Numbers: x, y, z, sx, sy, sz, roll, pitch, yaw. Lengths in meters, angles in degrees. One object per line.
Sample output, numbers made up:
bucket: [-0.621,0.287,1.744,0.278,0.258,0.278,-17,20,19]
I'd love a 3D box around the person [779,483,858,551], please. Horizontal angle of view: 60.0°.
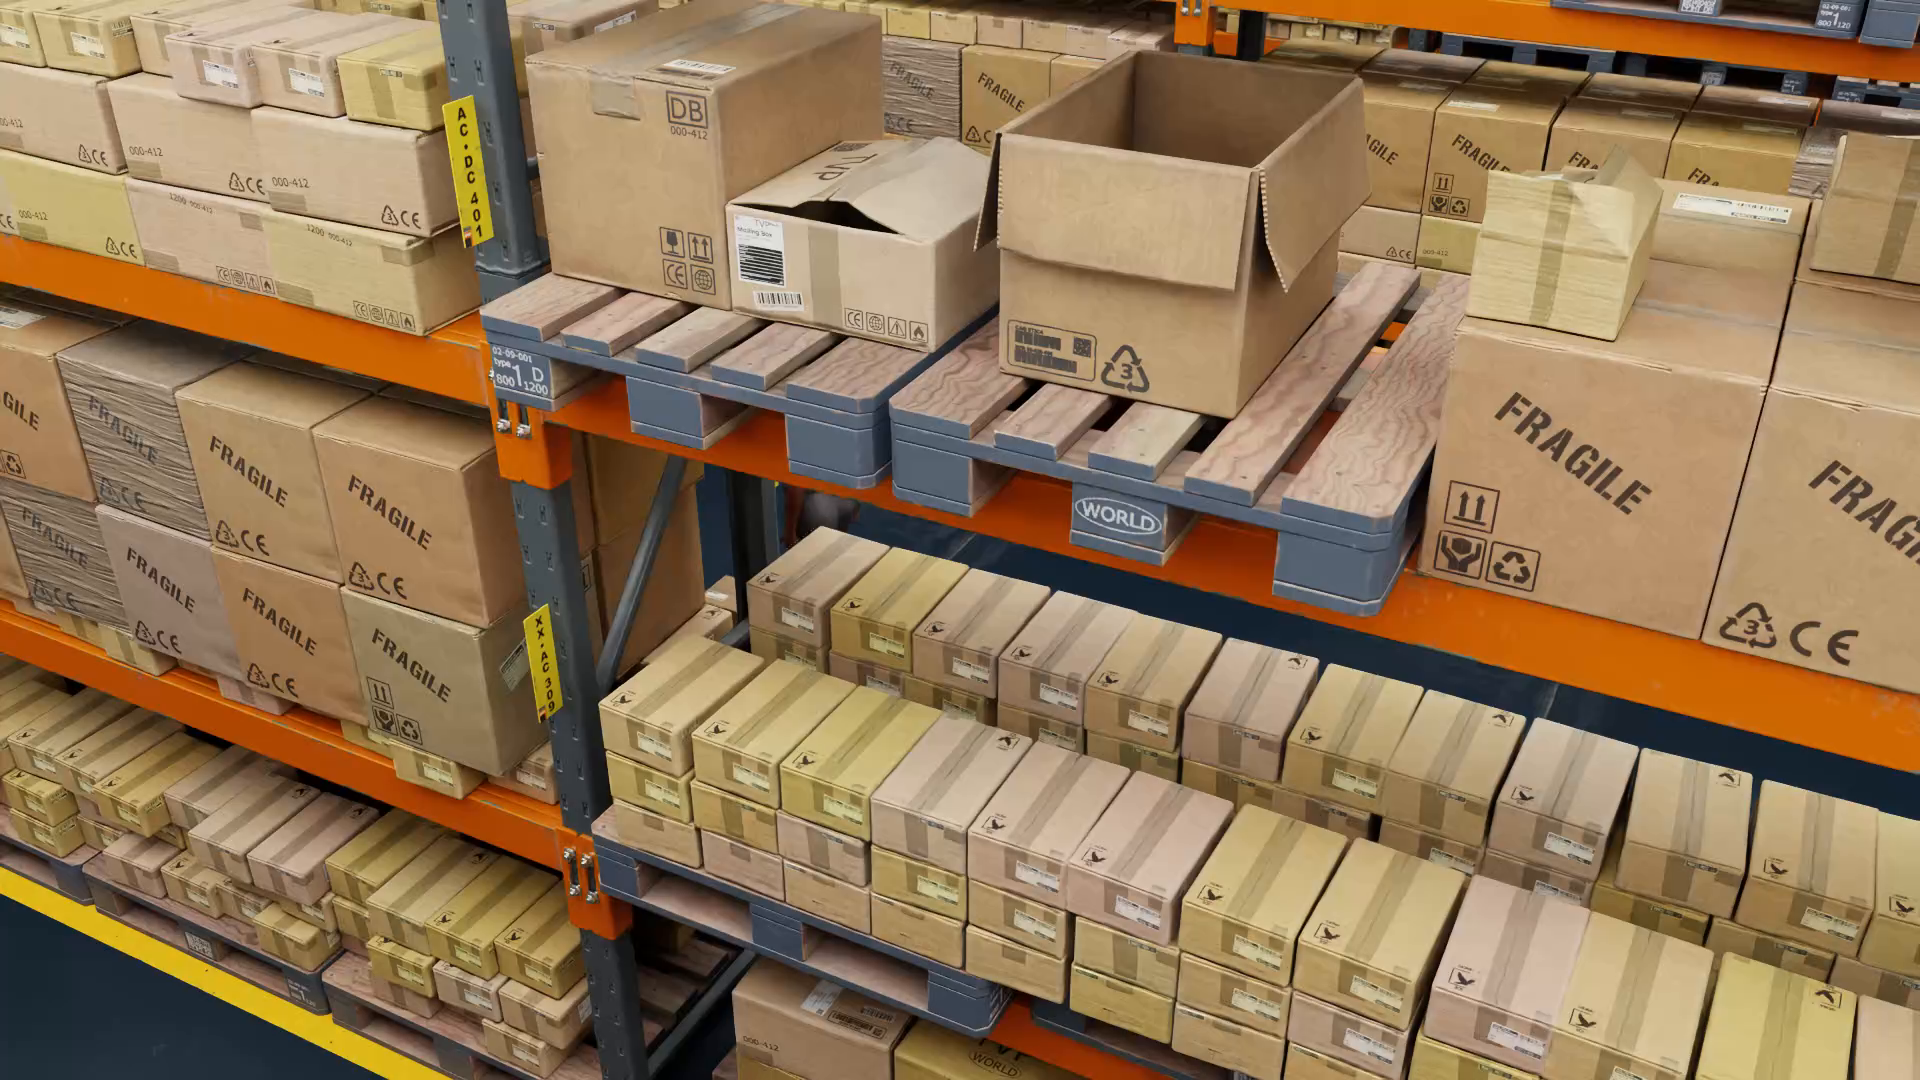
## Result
person: [-0.667,-0.151,7.377,0.503,1.657,0.461,15,33,24]
